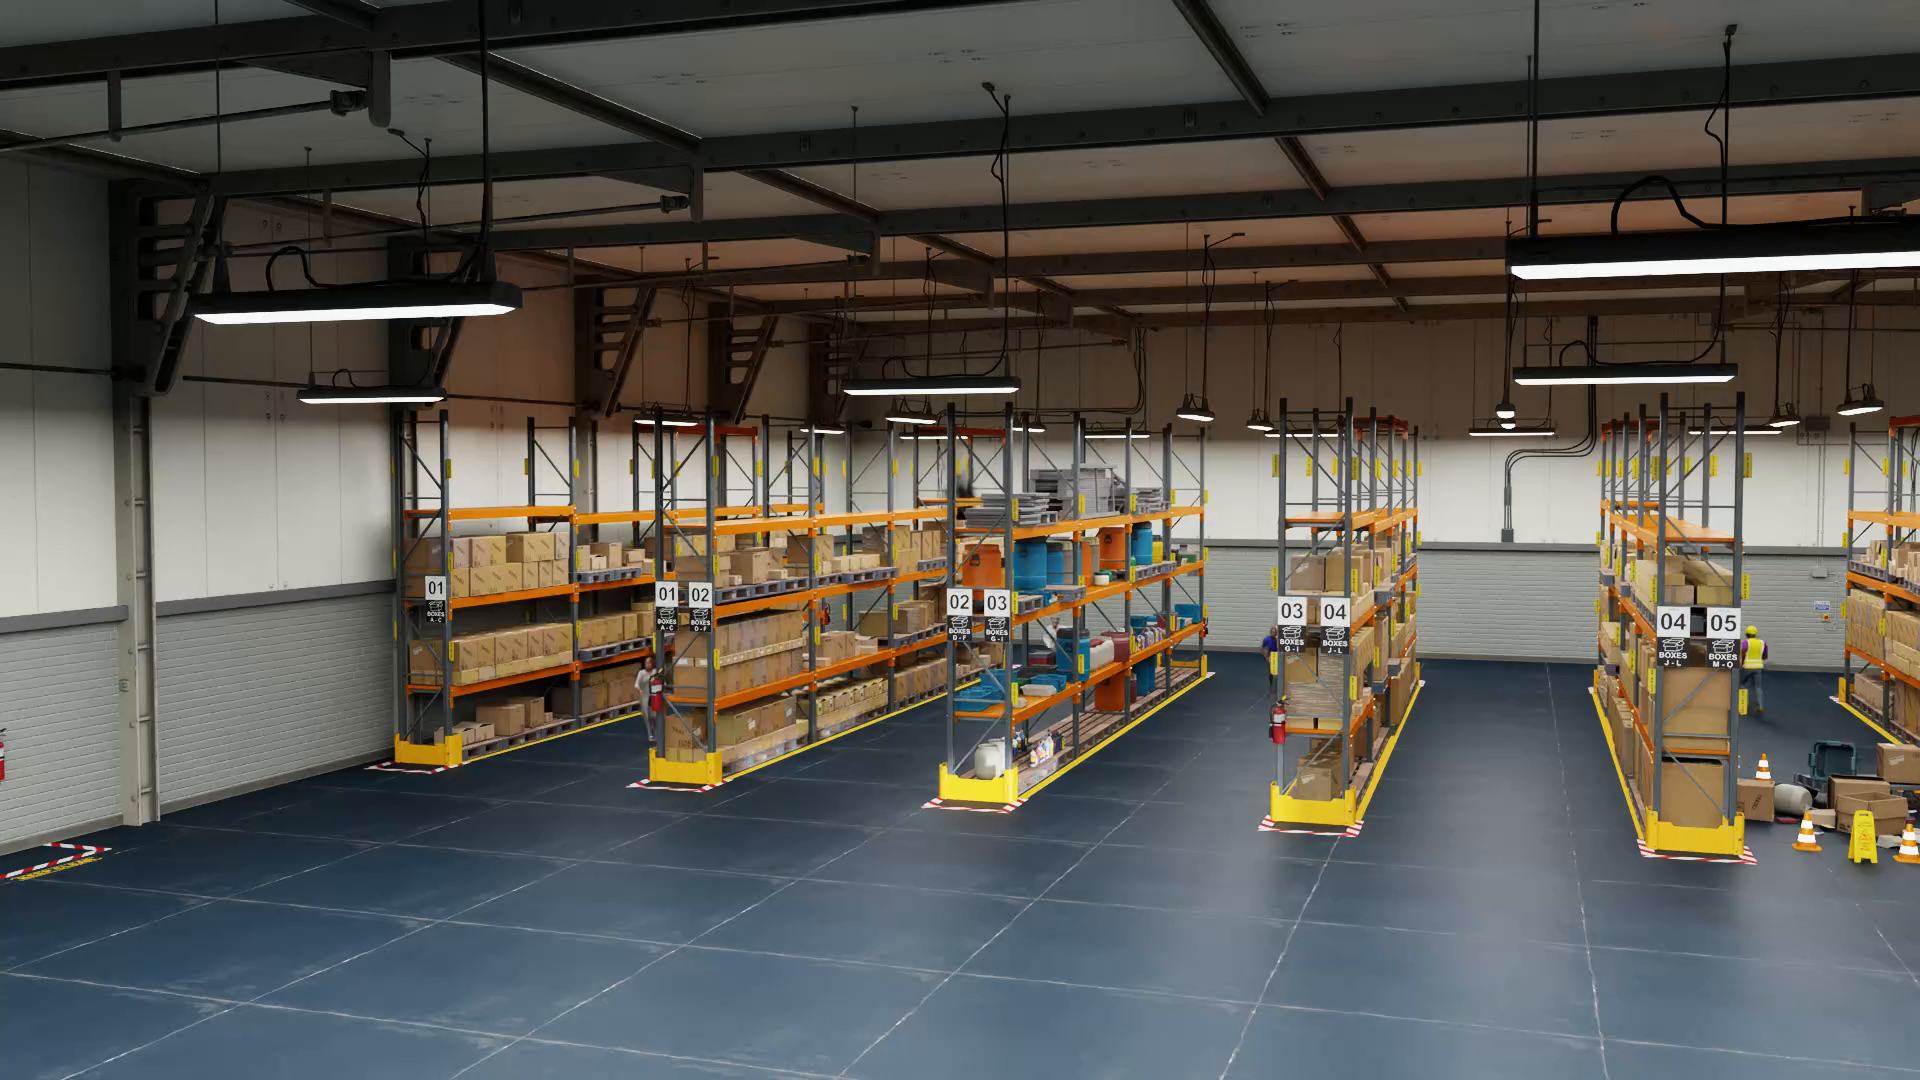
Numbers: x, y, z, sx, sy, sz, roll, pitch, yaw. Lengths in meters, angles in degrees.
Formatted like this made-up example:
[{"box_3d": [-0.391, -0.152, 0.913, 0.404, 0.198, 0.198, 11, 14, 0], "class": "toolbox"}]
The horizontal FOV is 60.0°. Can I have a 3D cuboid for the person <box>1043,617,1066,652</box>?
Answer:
[{"box_3d": [2.271, 2.565, 38.748, 0.647, 1.626, 0.962, 0, 2, 8], "class": "person"}]

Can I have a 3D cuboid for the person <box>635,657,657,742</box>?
[{"box_3d": [-5.661, 2.917, 30.286, 0.532, 1.544, 0.575, 0, 2, -2], "class": "person"}]

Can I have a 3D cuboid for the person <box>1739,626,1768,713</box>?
[{"box_3d": [16.170, 2.669, 33.938, 0.630, 1.811, 0.827, 0, 2, 6], "class": "person"}]

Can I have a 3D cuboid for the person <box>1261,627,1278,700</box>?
[{"box_3d": [6.895, 2.671, 36.467, 0.601, 1.615, 0.955, 0, 2, 7], "class": "person"}]
